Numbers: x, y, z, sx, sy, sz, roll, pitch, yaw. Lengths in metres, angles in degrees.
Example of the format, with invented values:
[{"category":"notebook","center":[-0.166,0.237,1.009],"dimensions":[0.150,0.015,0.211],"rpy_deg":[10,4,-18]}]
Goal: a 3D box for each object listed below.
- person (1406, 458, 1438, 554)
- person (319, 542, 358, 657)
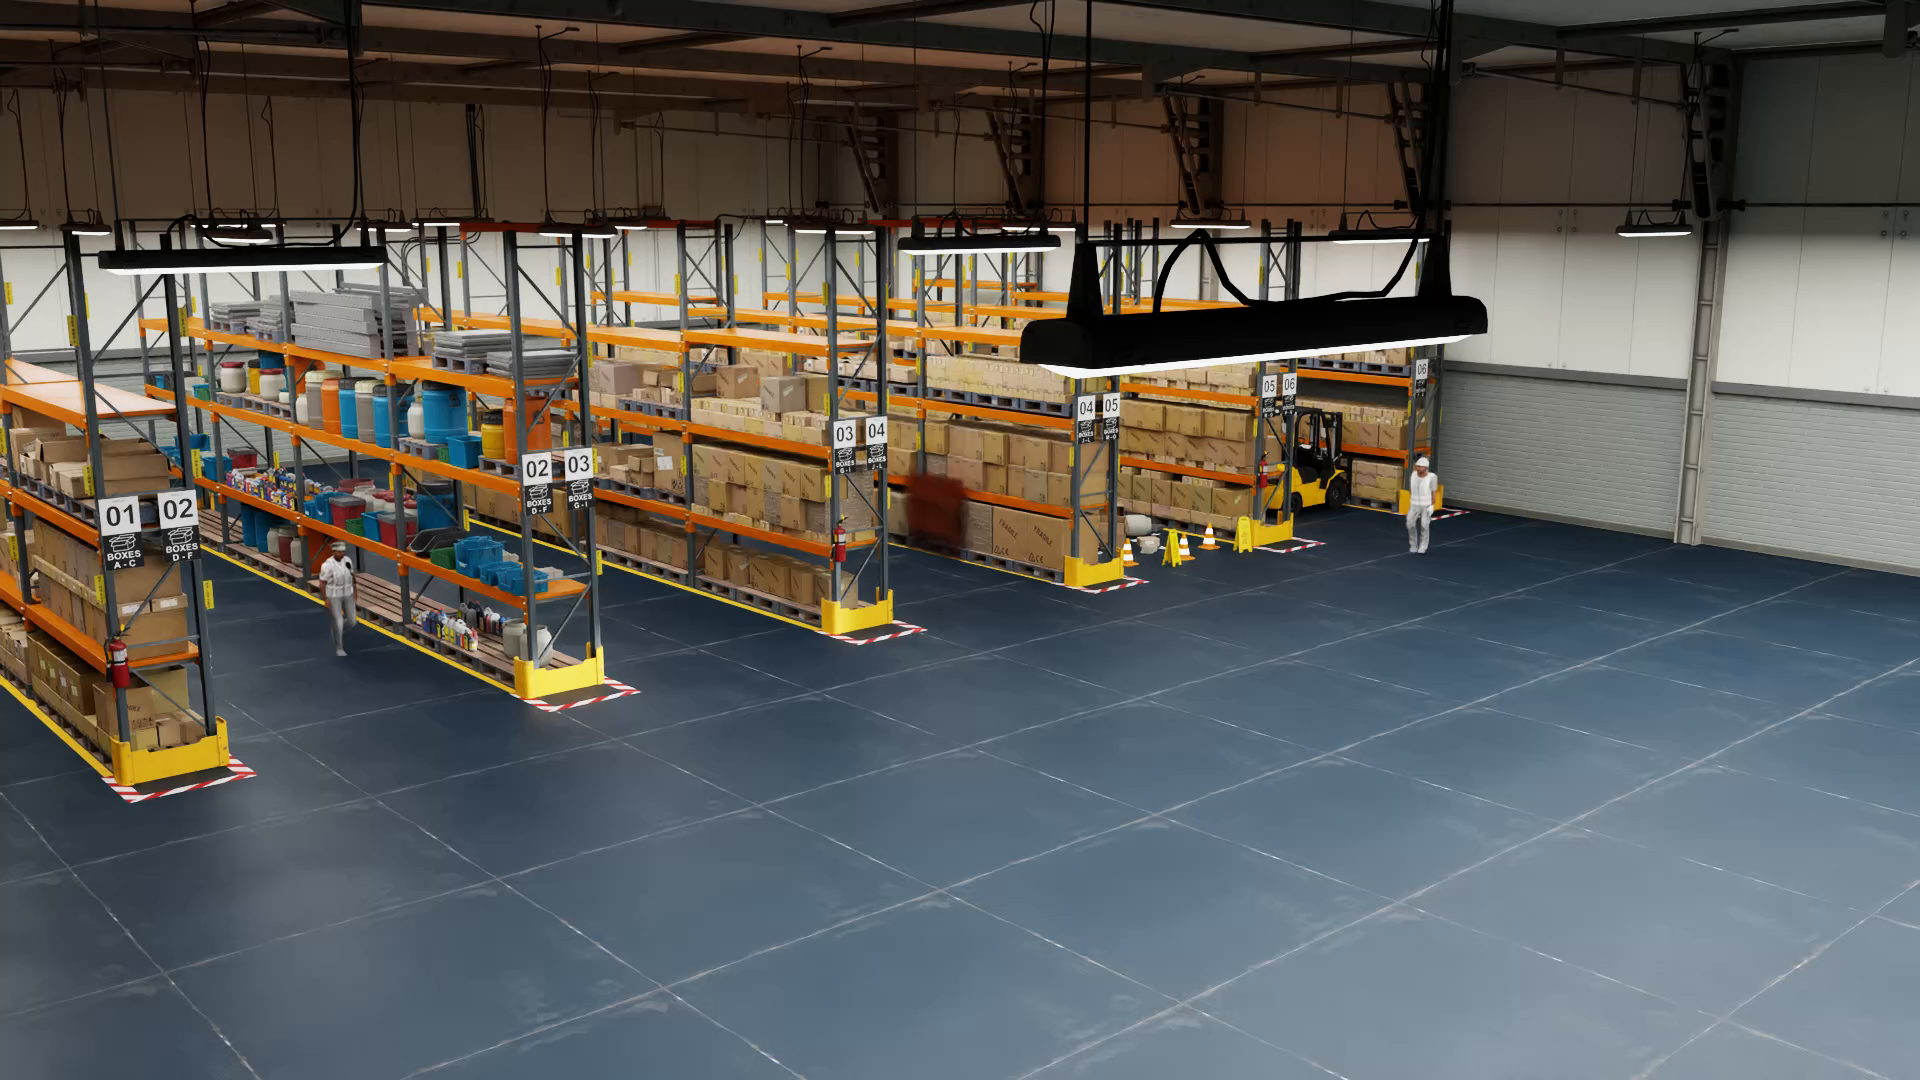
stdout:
[{"category":"person","center":[8.455,-0.621,30.414],"dimensions":[0.537,1.801,0.498],"rpy_deg":[7,13,29]},{"category":"person","center":[-8.900,0.806,23.763],"dimensions":[0.554,1.658,0.540],"rpy_deg":[10,15,42]}]
